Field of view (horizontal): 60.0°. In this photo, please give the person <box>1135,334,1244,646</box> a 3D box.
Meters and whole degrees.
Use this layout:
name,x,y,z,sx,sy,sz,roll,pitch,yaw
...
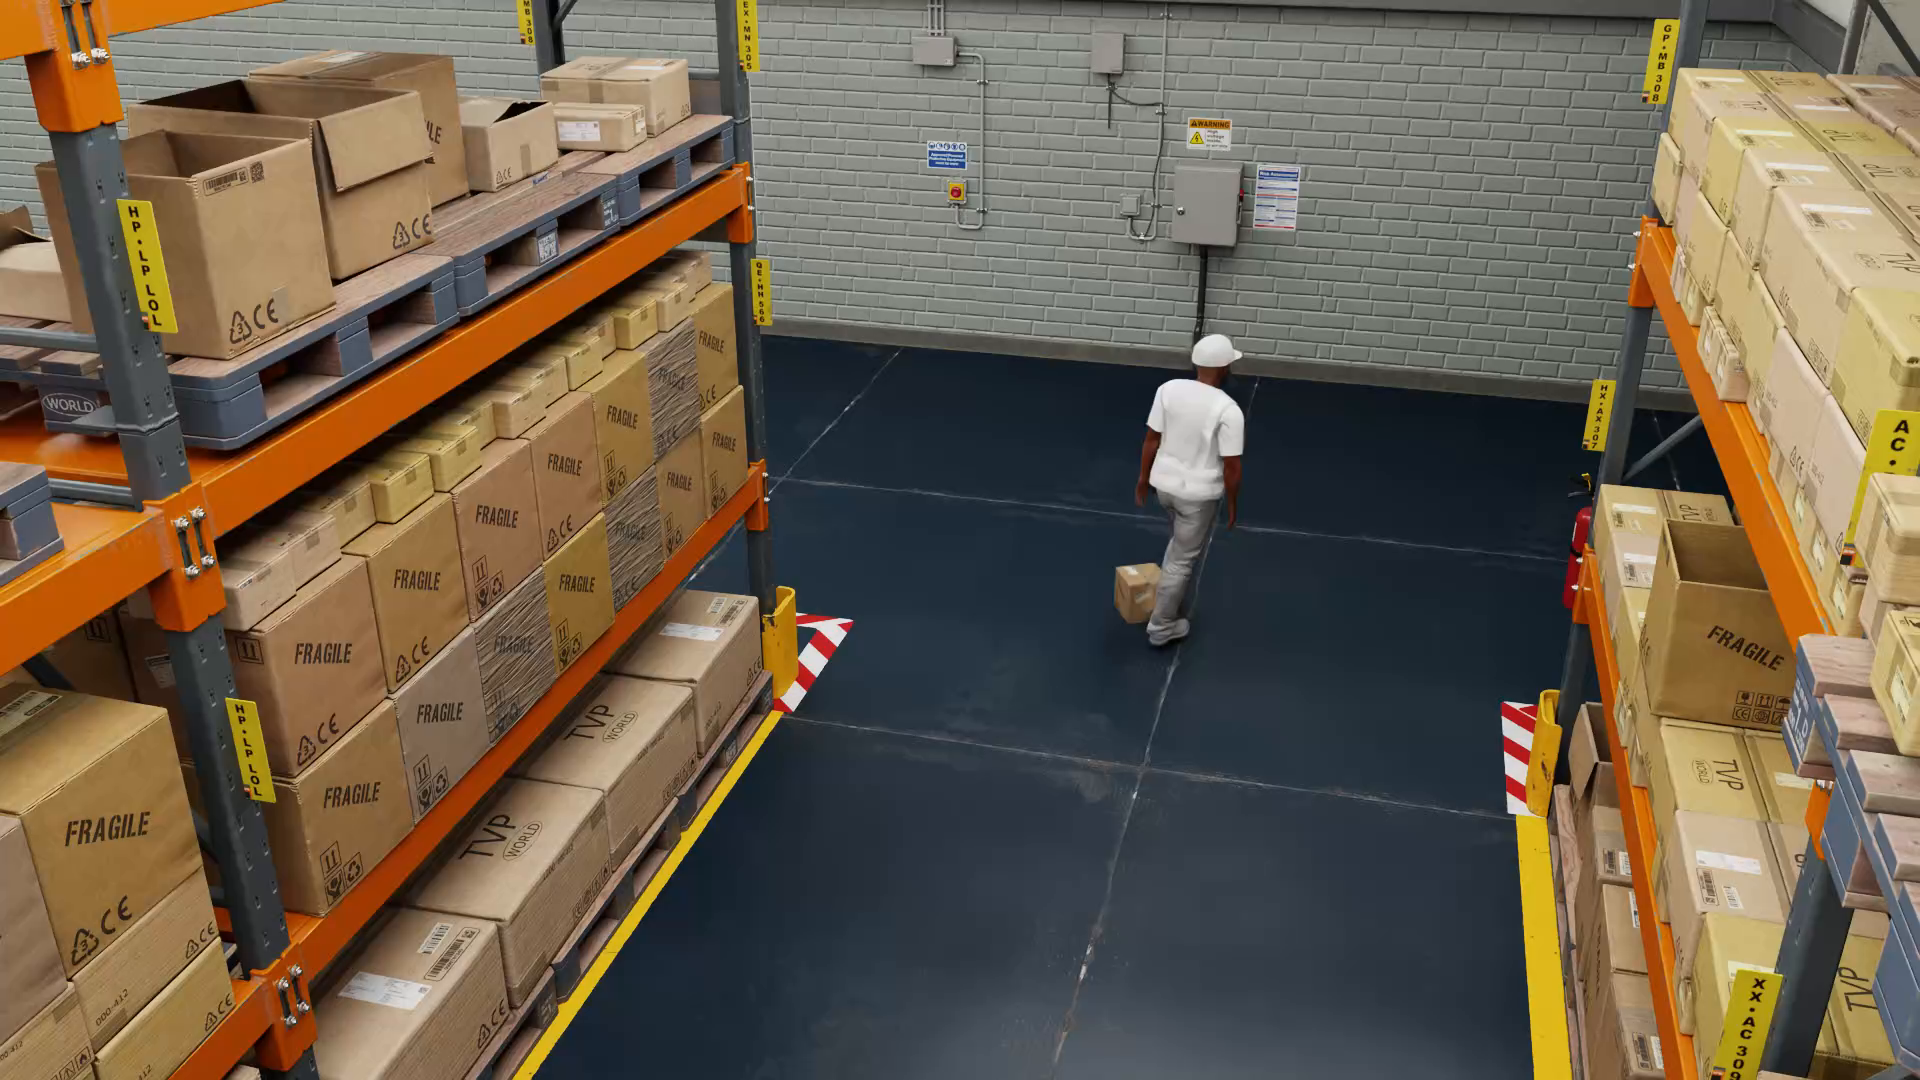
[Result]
name,x,y,z,sx,sy,sz,roll,pitch,yaw
person,1.257,-0.264,9.111,0.541,1.756,0.601,-21,32,-37
